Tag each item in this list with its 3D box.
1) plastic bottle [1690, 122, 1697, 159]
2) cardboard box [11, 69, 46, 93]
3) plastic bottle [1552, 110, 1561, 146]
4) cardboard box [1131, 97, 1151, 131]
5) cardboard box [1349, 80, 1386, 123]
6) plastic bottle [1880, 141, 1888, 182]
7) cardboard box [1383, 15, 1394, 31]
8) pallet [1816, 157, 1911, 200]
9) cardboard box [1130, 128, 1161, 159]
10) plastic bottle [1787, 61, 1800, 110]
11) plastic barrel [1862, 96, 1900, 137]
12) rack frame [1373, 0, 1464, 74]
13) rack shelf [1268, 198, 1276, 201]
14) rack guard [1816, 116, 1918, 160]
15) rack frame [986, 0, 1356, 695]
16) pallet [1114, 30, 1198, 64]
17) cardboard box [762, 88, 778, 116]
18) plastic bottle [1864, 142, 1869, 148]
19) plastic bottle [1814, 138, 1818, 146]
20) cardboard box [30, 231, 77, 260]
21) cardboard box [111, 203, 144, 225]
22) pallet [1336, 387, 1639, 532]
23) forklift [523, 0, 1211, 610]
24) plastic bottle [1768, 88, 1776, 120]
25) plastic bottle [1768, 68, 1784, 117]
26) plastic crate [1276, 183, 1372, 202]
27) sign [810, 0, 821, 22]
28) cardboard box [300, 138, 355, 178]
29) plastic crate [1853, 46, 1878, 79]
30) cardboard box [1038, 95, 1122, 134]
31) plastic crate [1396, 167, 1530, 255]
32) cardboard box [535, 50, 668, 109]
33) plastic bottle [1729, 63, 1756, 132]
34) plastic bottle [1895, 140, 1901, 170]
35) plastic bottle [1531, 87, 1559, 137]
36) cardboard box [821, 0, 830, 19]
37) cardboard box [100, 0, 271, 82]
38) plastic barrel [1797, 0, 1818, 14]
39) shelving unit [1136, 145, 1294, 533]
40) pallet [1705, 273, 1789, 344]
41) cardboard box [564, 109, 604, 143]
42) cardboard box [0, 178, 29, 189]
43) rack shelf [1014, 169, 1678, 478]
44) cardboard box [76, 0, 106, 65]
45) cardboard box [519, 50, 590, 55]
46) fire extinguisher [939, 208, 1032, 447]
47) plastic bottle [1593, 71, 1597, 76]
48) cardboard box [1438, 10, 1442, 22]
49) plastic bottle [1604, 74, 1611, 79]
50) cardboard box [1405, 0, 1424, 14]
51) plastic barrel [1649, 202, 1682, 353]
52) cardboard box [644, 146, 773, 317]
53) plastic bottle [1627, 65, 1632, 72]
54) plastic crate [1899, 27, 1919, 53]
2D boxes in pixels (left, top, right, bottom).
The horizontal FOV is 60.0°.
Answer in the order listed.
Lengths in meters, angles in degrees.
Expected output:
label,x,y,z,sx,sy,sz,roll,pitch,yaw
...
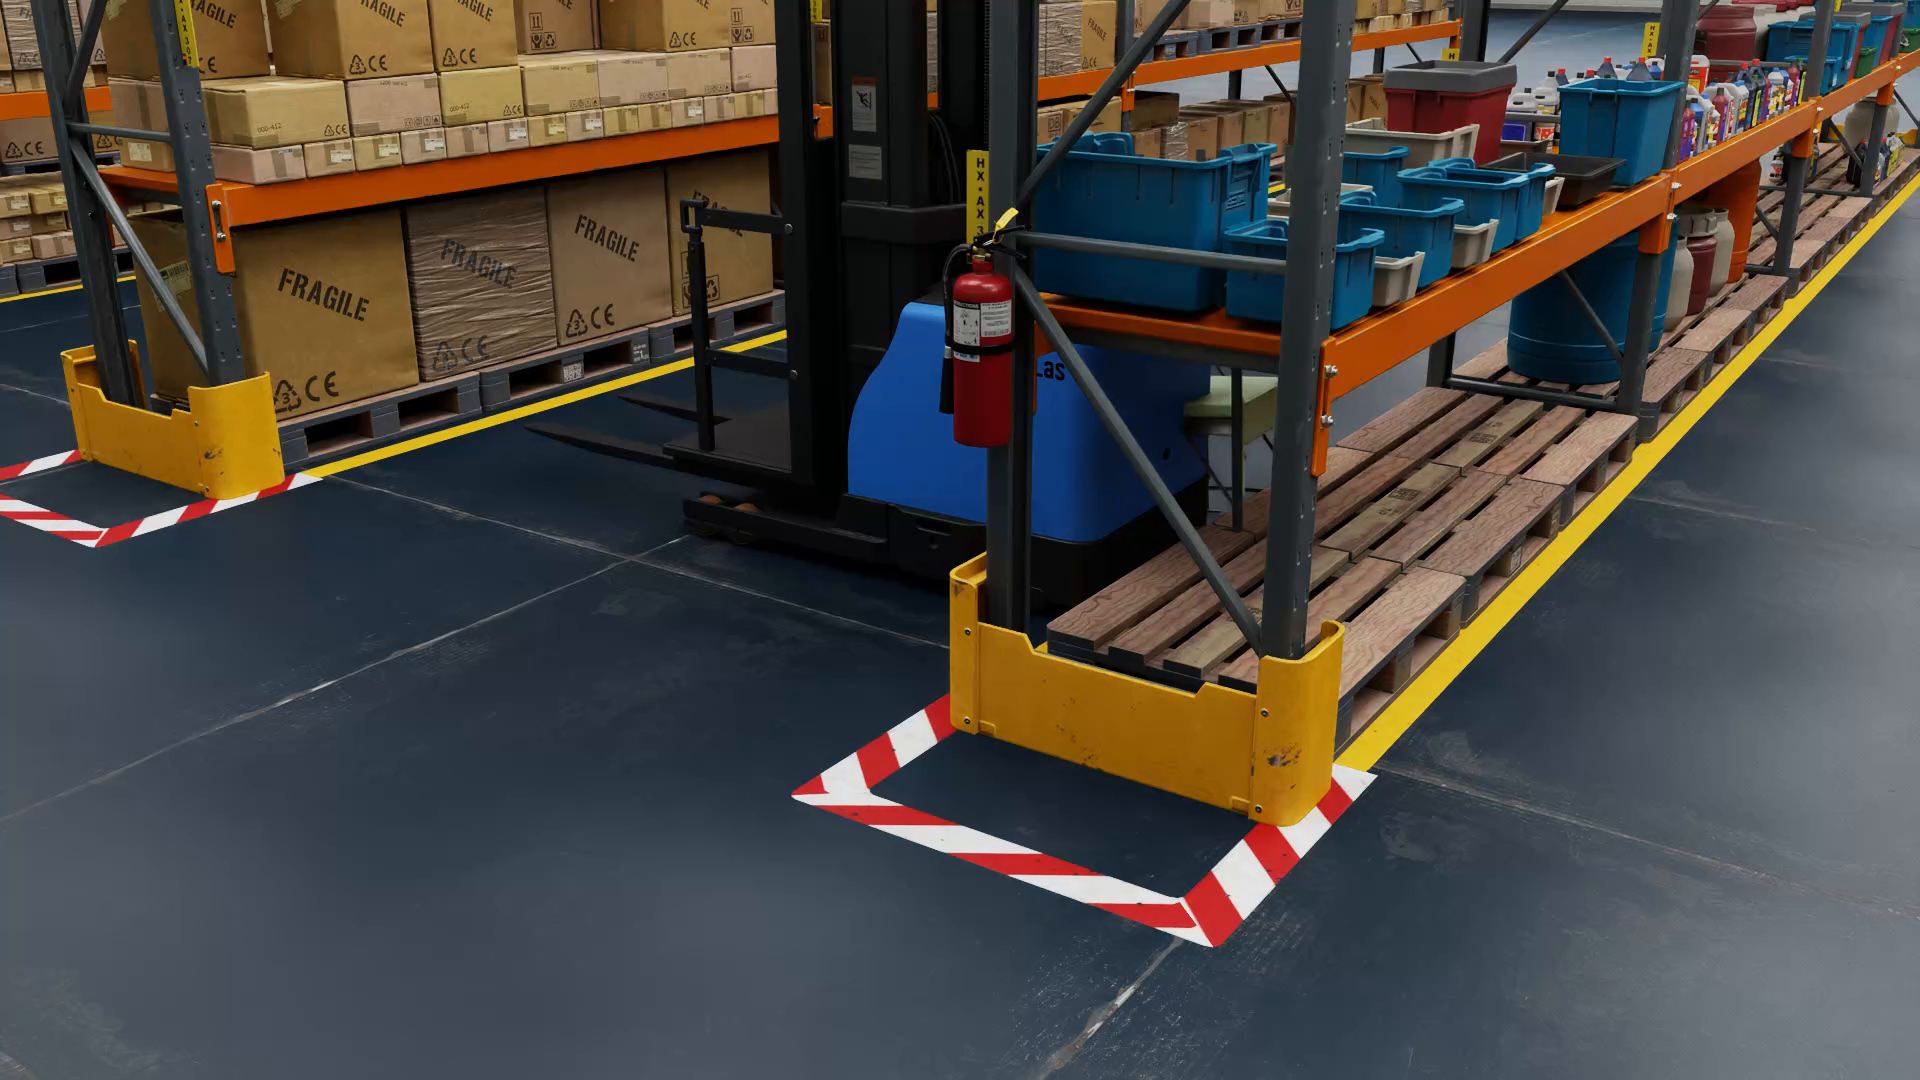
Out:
label,x,y,z,sx,sy,sz,roll,pitch,yaw
plastic bottle,3.458,-1.926,7.934,0.097,0.201,0.097,0,20,0
cardboard box,-6.328,-3.105,11.199,0.380,0.149,0.250,14,25,34
plastic bottle,3.048,-2.091,8.380,0.097,0.201,0.097,0,20,0
cardboard box,1.279,-3.619,14.114,0.500,0.250,0.500,14,25,34
cardboard box,4.384,-4.826,18.485,0.500,0.500,0.500,16,26,37
plastic bottle,8.069,-3.332,14.634,0.144,0.351,0.185,14,25,33
cardboard box,4.377,-5.502,17.677,0.380,0.149,0.250,13,24,32
pallet,8.369,-3.446,15.776,1.003,0.211,1.213,13,24,32
cardboard box,1.287,-3.266,14.239,0.700,0.500,0.500,12,23,29
plastic bottle,5.019,-2.750,10.043,0.061,0.283,0.133,13,24,32
plastic barrel,9.214,-4.192,16.754,0.421,0.512,0.421,0,20,0
rack frame,5.424,-6.331,19.557,1.000,3.000,0.127,13,24,32
rack shelf,0.992,-1.134,6.403,0.431,0.370,0.720,4,15,26
rack guard,9.516,-4.162,17.296,1.175,0.500,0.348,13,24,32
rack frame,0.526,-0.774,4.535,1.000,3.000,0.127,13,24,32
pallet,1.239,-4.171,13.994,1.213,0.211,1.003,13,24,32
cardboard box,-1.222,-2.619,9.883,0.380,0.149,0.250,13,24,32
plastic bottle,8.277,-3.495,15.181,0.152,0.276,0.135,13,24,32
plastic bottle,7.868,-3.564,15.357,0.061,0.283,0.133,13,24,32
cardboard box,-6.332,-2.046,11.477,0.380,0.149,0.250,12,23,29
cardboard box,-6.076,-2.368,11.919,0.380,0.149,0.250,12,23,29
pallet,2.393,-0.396,7.530,1.003,0.211,1.213,13,24,32
forklift,-0.528,-1.494,6.578,3.031,2.935,1.130,13,24,31
plastic bottle,4.611,-2.514,9.524,0.097,0.201,0.097,0,20,0
plastic bottle,4.720,-2.603,9.663,0.097,0.271,0.097,0,20,0
plastic crate,1.297,-1.202,5.984,0.298,0.136,0.250,13,24,32
sign,-0.862,-3.223,9.794,0.100,0.325,0.005,13,24,32
cardboard box,-2.955,-1.734,7.491,0.380,0.149,0.250,13,24,31
plastic crate,6.526,-3.563,12.380,0.450,0.188,0.662,13,24,32
cardboard box,0.522,-3.042,13.123,1.225,0.875,0.875,12,23,29
plastic crate,1.677,-1.108,5.593,0.416,0.233,0.300,13,24,32
cardboard box,-1.929,-2.484,8.944,0.500,0.250,0.500,14,24,33
plastic bottle,4.203,-2.391,8.975,0.144,0.351,0.185,13,24,32
plastic bottle,8.608,-3.575,15.397,0.152,0.276,0.135,13,24,30
plastic bottle,2.934,-2.145,8.419,0.152,0.276,0.135,13,24,32
cardboard box,-0.970,-3.590,10.557,0.797,0.503,0.637,13,24,30
cardboard box,-3.514,-2.352,7.507,0.500,0.500,0.500,14,24,32
plastic barrel,6.553,-4.049,13.193,0.433,0.535,0.433,0,20,0
shelving unit,1.010,-0.755,6.493,0.431,1.500,0.755,4,15,26
pallet,4.614,-1.528,10.591,1.003,0.211,1.213,13,24,32
cardboard box,-2.088,-2.177,8.689,0.380,0.149,0.250,14,24,33
cardboard box,-6.755,-2.441,11.686,0.380,0.149,0.250,12,24,30
rack shelf,1.650,-1.011,6.211,1.077,0.370,4.000,13,24,32
cardboard box,-5.979,-3.586,11.562,0.500,0.500,0.500,13,24,32
cardboard box,-2.373,-2.582,9.209,0.500,0.250,0.500,14,24,33
fire extinguisher,0.065,-0.609,4.736,0.296,0.674,0.183,13,24,32
plastic bottle,3.516,-2.473,9.296,0.061,0.283,0.133,13,24,32
cardboard box,5.293,-6.020,19.077,0.380,0.149,0.250,13,24,32
plastic bottle,3.592,-2.458,9.271,0.097,0.271,0.097,0,20,0
cardboard box,4.593,-6.063,18.260,0.875,0.500,0.500,13,24,32
plastic barrel,3.493,-1.491,8.891,0.600,0.901,0.708,13,24,32
cardboard box,-1.759,-1.915,10.075,0.875,0.875,0.875,13,24,32
plastic bottle,3.960,-2.683,9.880,0.097,0.271,0.097,0,20,0
plastic crate,8.268,-4.453,14.784,0.450,0.188,0.662,13,24,32
